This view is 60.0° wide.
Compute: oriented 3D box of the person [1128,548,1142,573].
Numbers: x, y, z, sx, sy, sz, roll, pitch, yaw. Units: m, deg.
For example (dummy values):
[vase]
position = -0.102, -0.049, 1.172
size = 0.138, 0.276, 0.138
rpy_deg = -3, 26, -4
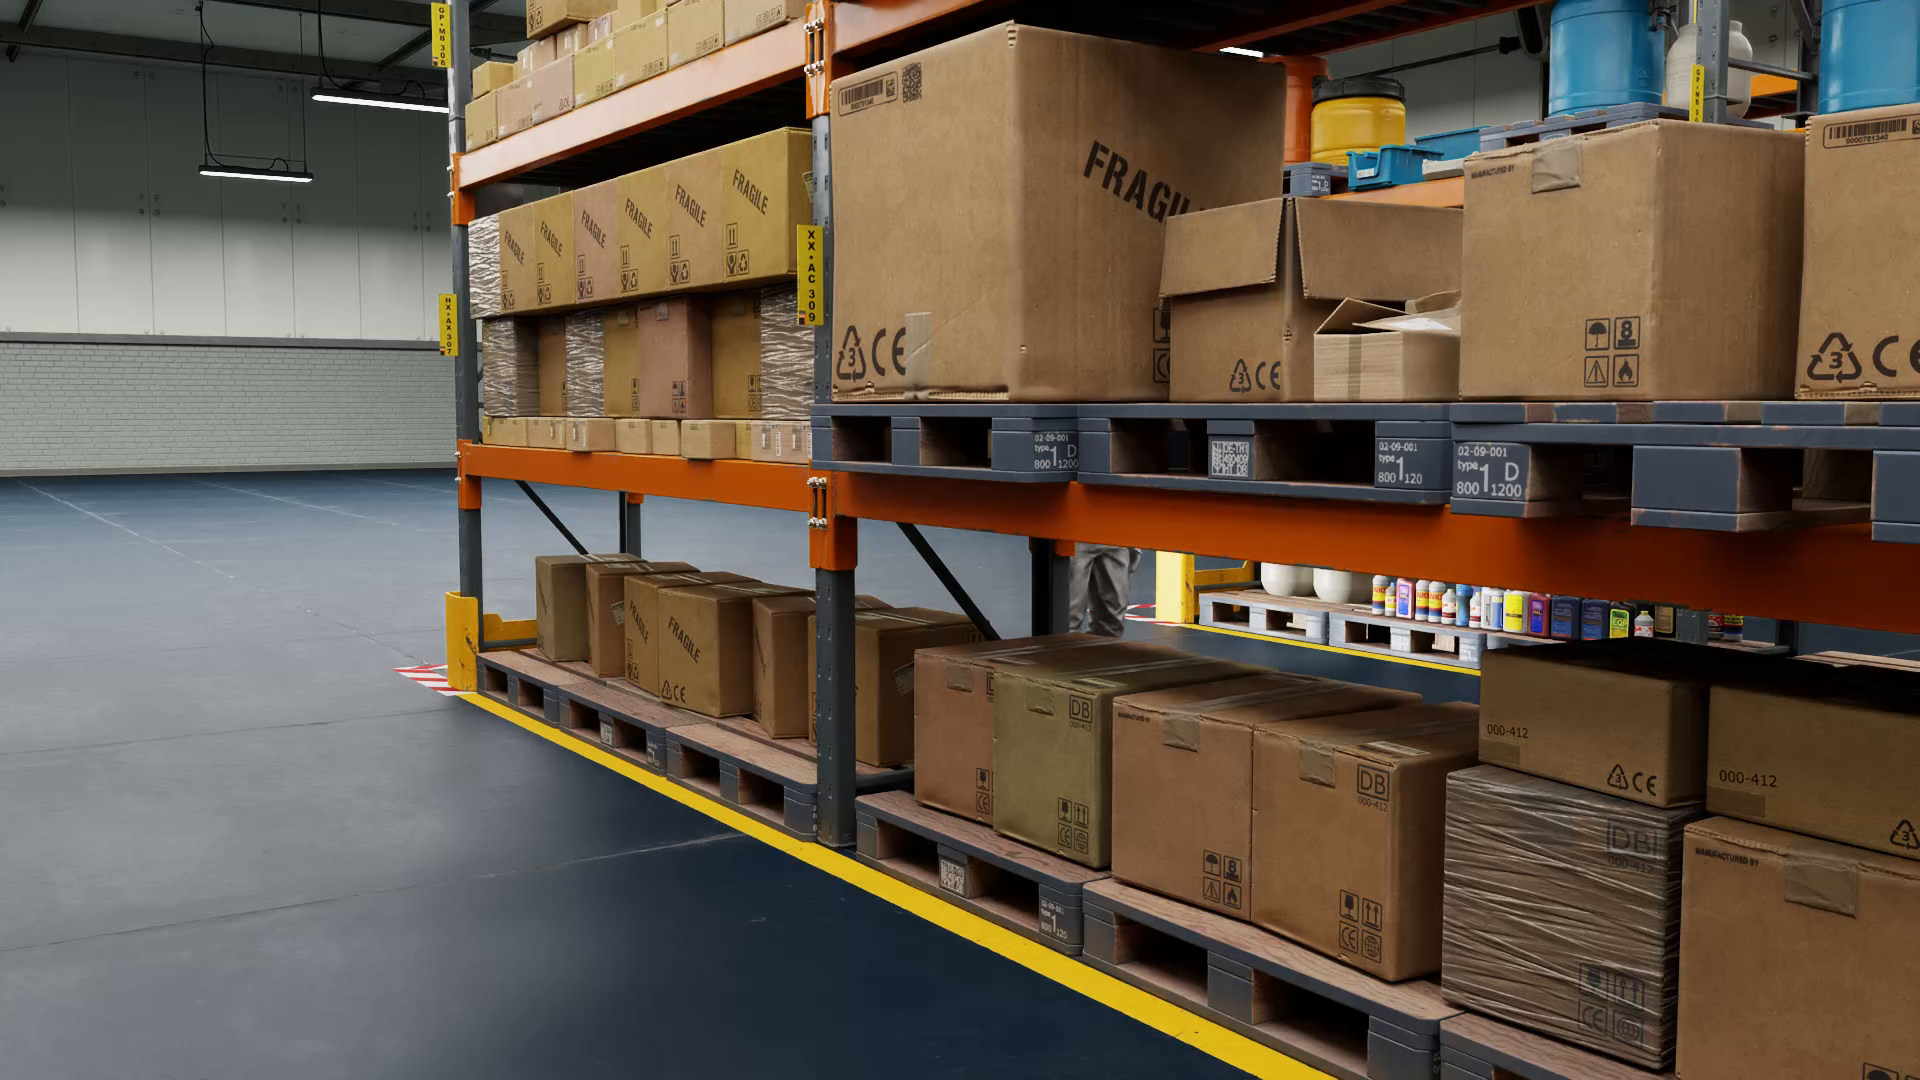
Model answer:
[person]
position = 0.594, -0.002, 7.717
size = 0.545, 1.781, 0.354
rpy_deg = -3, 5, -33
